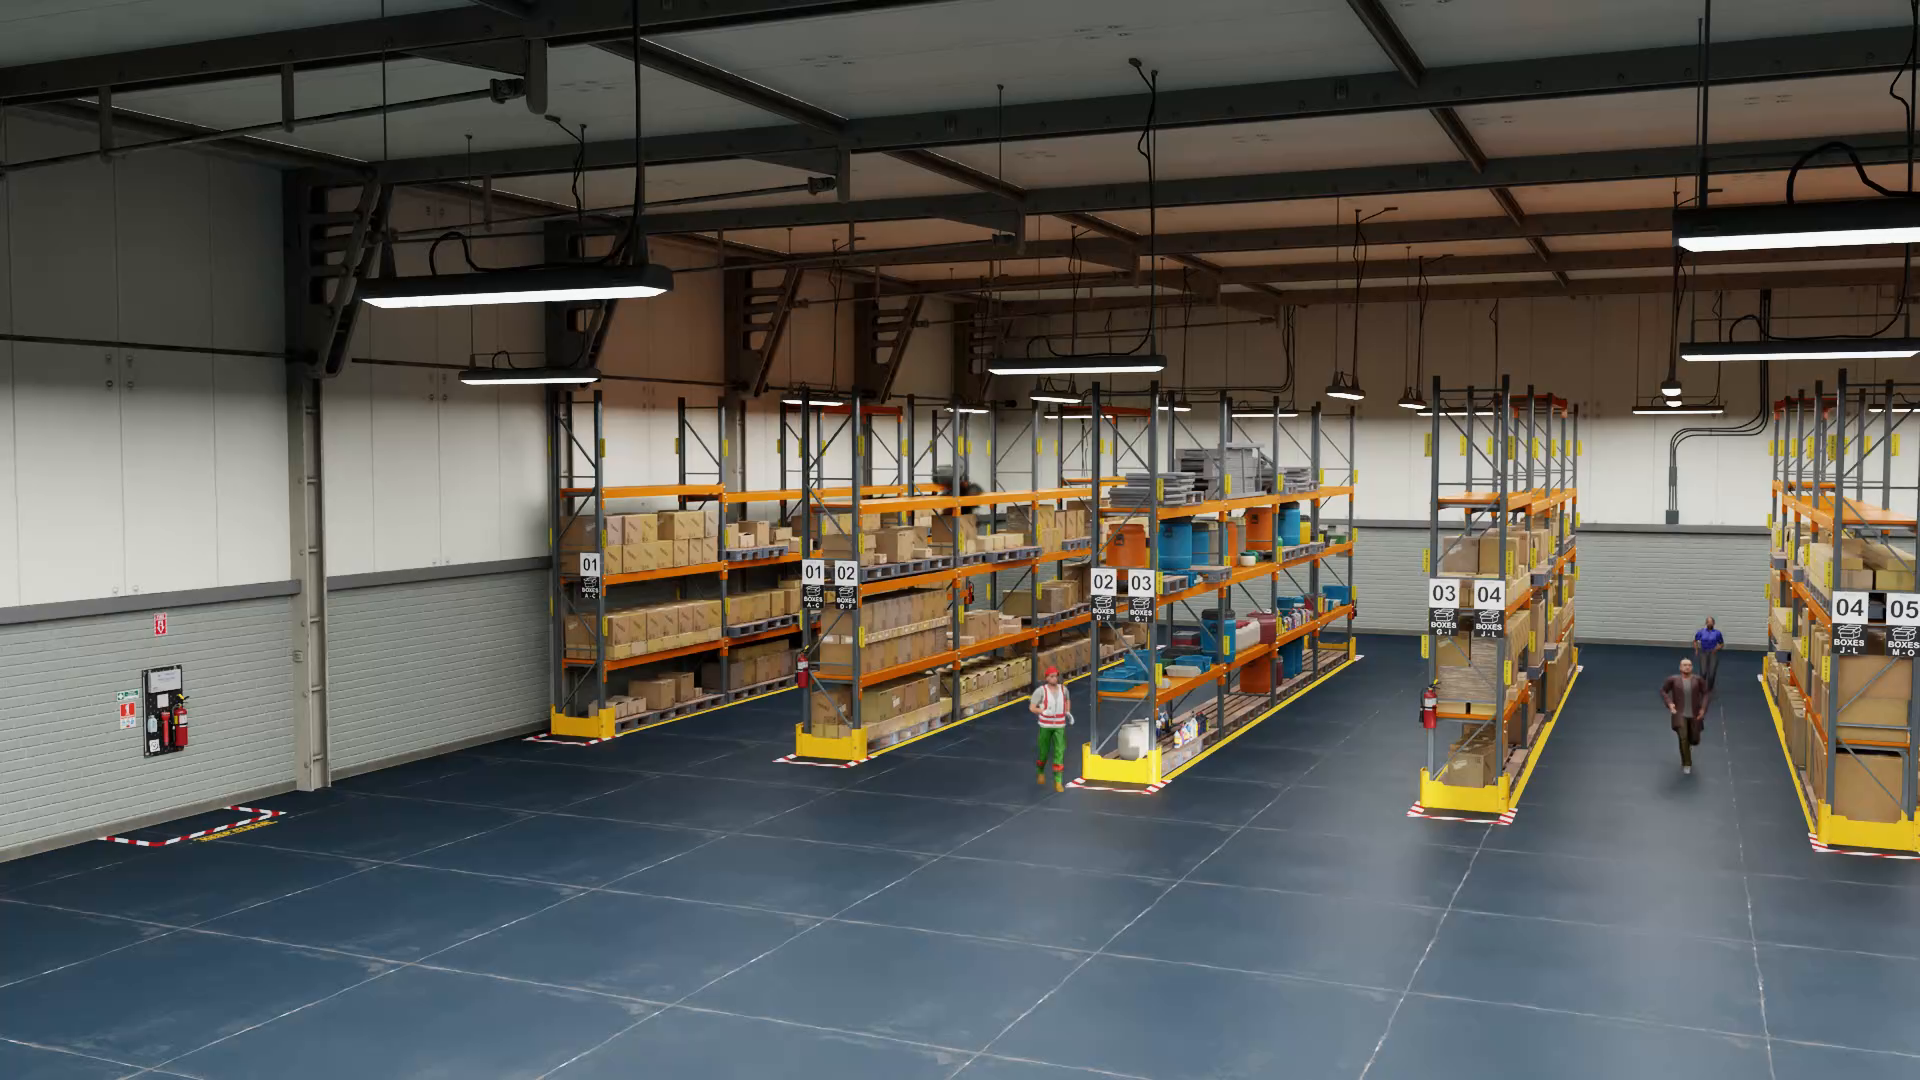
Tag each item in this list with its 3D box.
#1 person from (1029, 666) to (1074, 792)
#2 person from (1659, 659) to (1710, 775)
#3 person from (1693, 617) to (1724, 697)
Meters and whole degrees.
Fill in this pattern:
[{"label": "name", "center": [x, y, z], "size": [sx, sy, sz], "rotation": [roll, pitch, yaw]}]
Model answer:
[{"label": "person", "center": [1.342, 2.735, 24.302], "size": [0.670, 1.784, 0.868], "rotation": [-1, 3, -12]}, {"label": "person", "center": [11.302, 2.724, 25.915], "size": [0.711, 1.744, 0.924], "rotation": [1, 3, 11]}, {"label": "person", "center": [15.038, 2.352, 33.406], "size": [0.569, 1.614, 0.551], "rotation": [1, 3, 22]}]
